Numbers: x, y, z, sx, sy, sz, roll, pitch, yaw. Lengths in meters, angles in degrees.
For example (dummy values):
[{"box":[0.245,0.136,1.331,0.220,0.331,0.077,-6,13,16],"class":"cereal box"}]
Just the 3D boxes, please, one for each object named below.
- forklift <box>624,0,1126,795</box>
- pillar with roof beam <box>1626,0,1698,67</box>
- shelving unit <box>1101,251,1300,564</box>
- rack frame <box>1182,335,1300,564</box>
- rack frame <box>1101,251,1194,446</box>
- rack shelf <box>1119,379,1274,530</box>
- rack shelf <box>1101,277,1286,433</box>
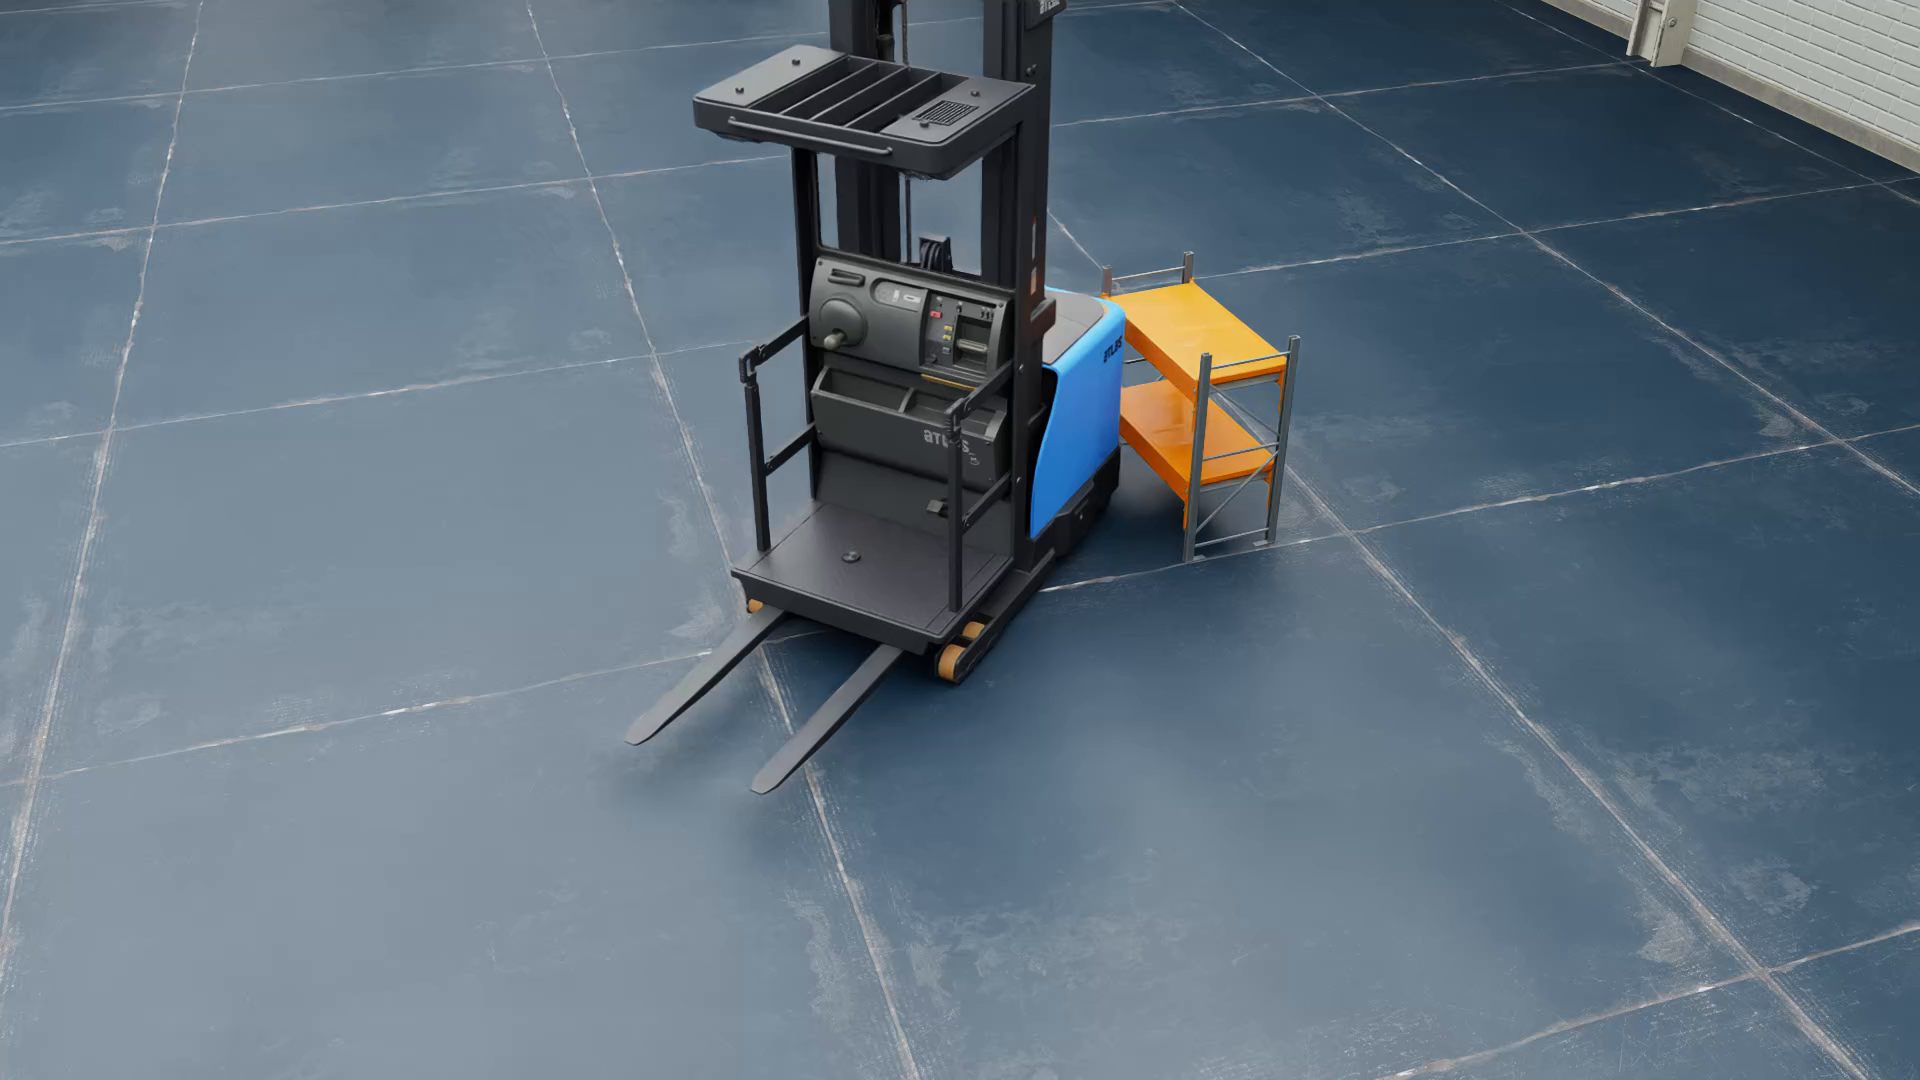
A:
[{"box":[-0.329,-0.883,6.928,1.130,2.935,3.031,17,37,23],"class":"forklift"},{"box":[2.031,-7.279,11.103,9.100,9.000,0.400,-10,35,-15],"class":"pillar with roof beam"},{"box":[1.133,-0.674,8.250,0.538,1.125,1.048,-12,35,-18],"class":"shelving unit"},{"box":[1.321,-0.414,7.856,0.500,1.125,0.032,-12,35,-18],"class":"rack frame"},{"box":[0.945,-0.935,8.644,0.500,1.125,0.032,-12,35,-18],"class":"rack frame"},{"box":[1.133,-0.470,8.385,0.538,0.278,1.000,-12,35,-18],"class":"rack shelf"},{"box":[1.133,-0.918,8.089,0.538,0.278,1.000,-12,35,-18],"class":"rack shelf"}]
